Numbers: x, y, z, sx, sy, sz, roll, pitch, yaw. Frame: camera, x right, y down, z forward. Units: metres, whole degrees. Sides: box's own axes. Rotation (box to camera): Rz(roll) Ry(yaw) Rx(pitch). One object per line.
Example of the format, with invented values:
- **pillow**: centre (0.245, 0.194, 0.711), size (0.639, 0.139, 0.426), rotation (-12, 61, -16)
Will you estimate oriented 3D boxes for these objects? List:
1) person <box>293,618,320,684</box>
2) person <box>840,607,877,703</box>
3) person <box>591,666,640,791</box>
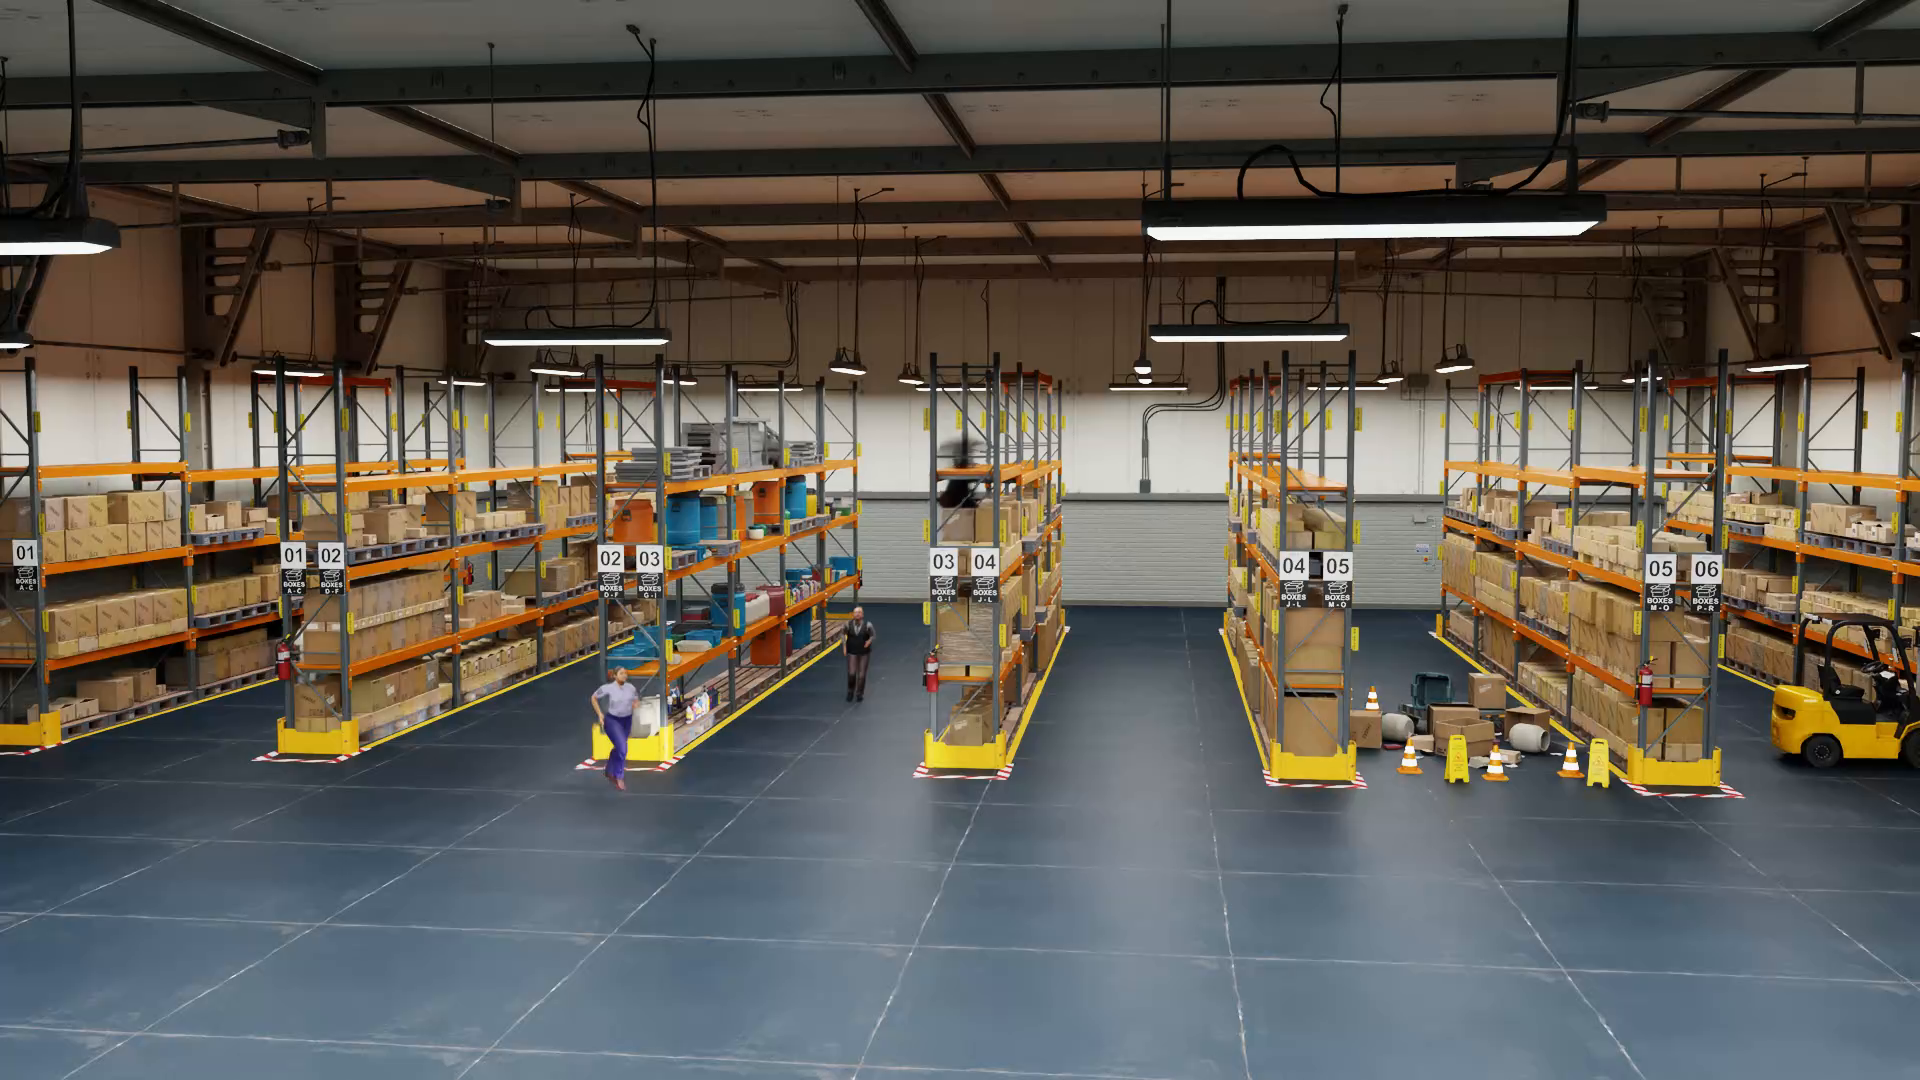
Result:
- **person**: centre (-11.179, 2.107, 28.714), size (0.704, 1.725, 0.668), rotation (0, 4, -2)
- **person**: centre (-1.806, 2.053, 29.634), size (0.661, 1.708, 0.677), rotation (0, 4, -4)
- **person**: centre (-4.681, 2.586, 22.851), size (0.710, 1.669, 0.592), rotation (3, 5, 40)
